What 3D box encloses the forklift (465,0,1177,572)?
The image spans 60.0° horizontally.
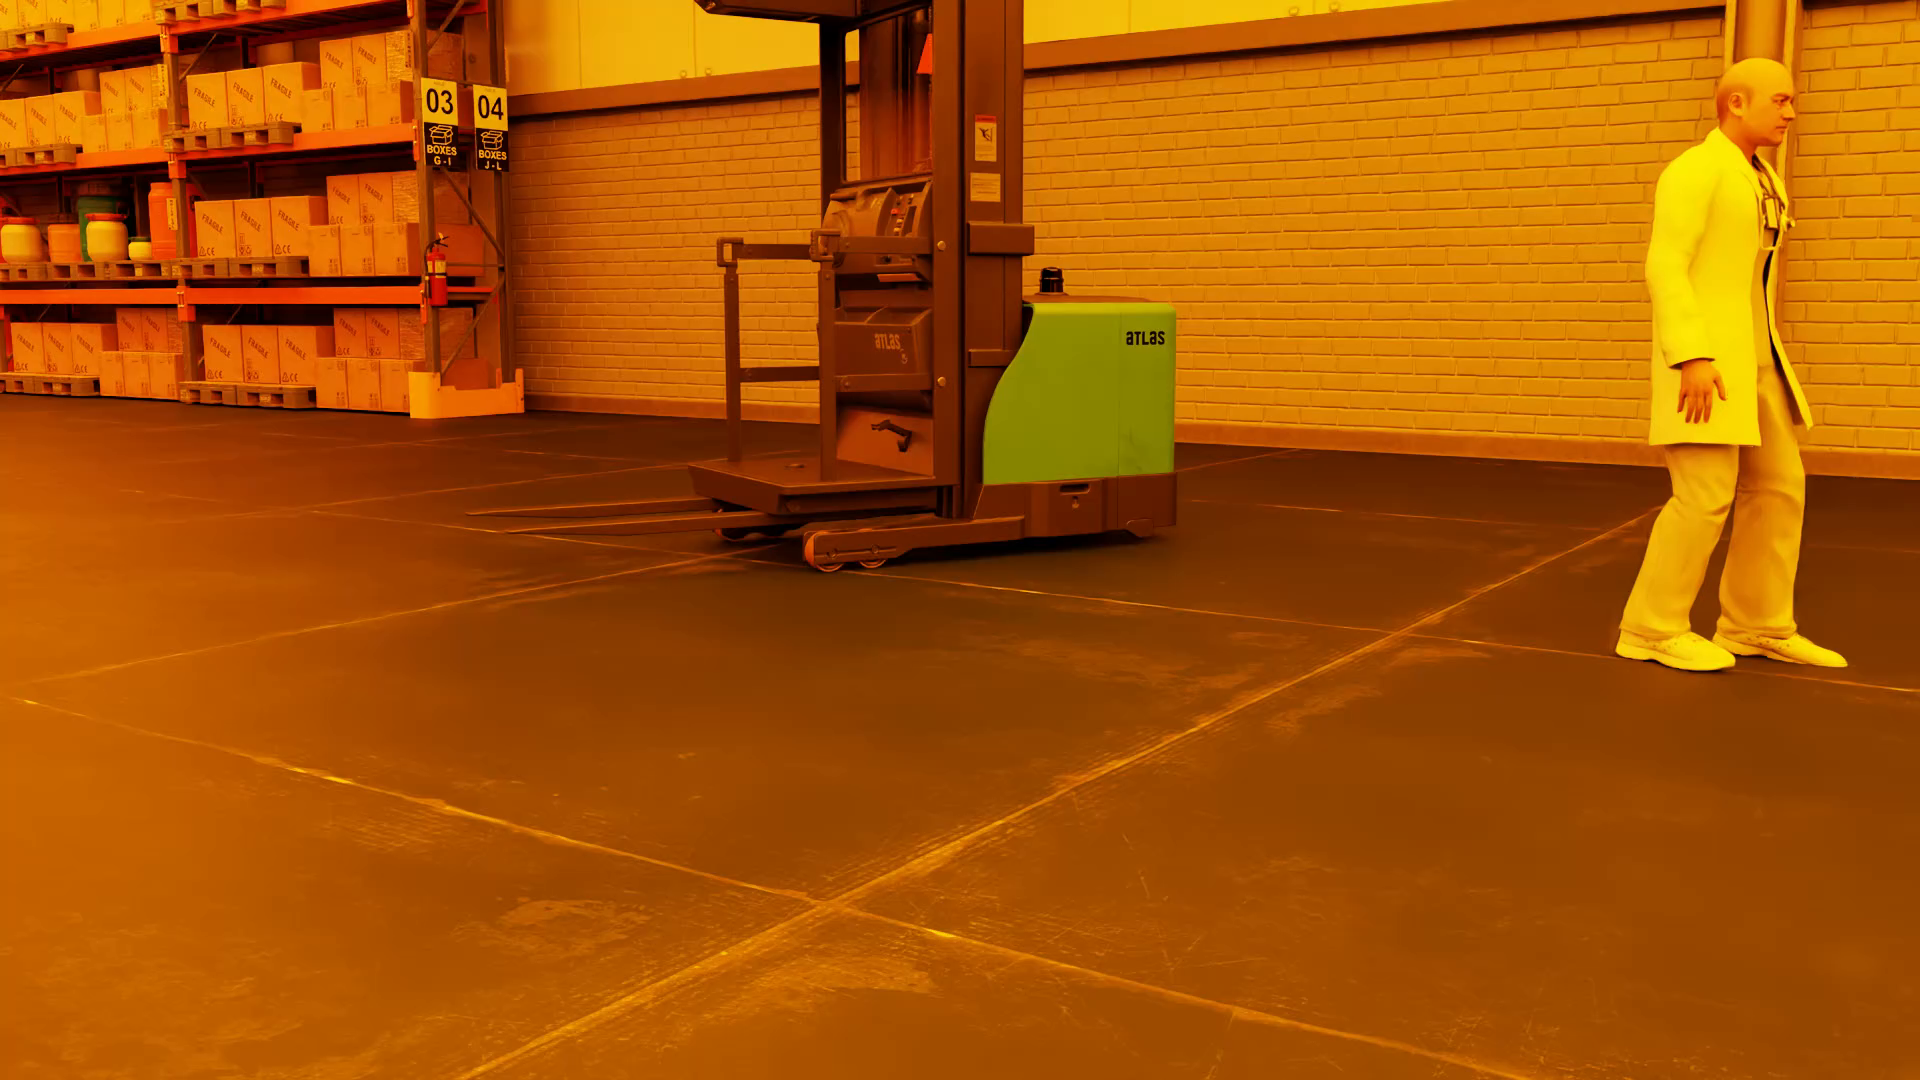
[{"bbox_3d":[-0.546,-1.407,7.087,3.031,2.935,1.130,-5,9,-30],"label":"forklift"}]

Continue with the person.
[{"bbox_3d":[2.283,-0.491,4.879,0.663,1.795,0.518,-7,10,-39],"label":"person"}]
